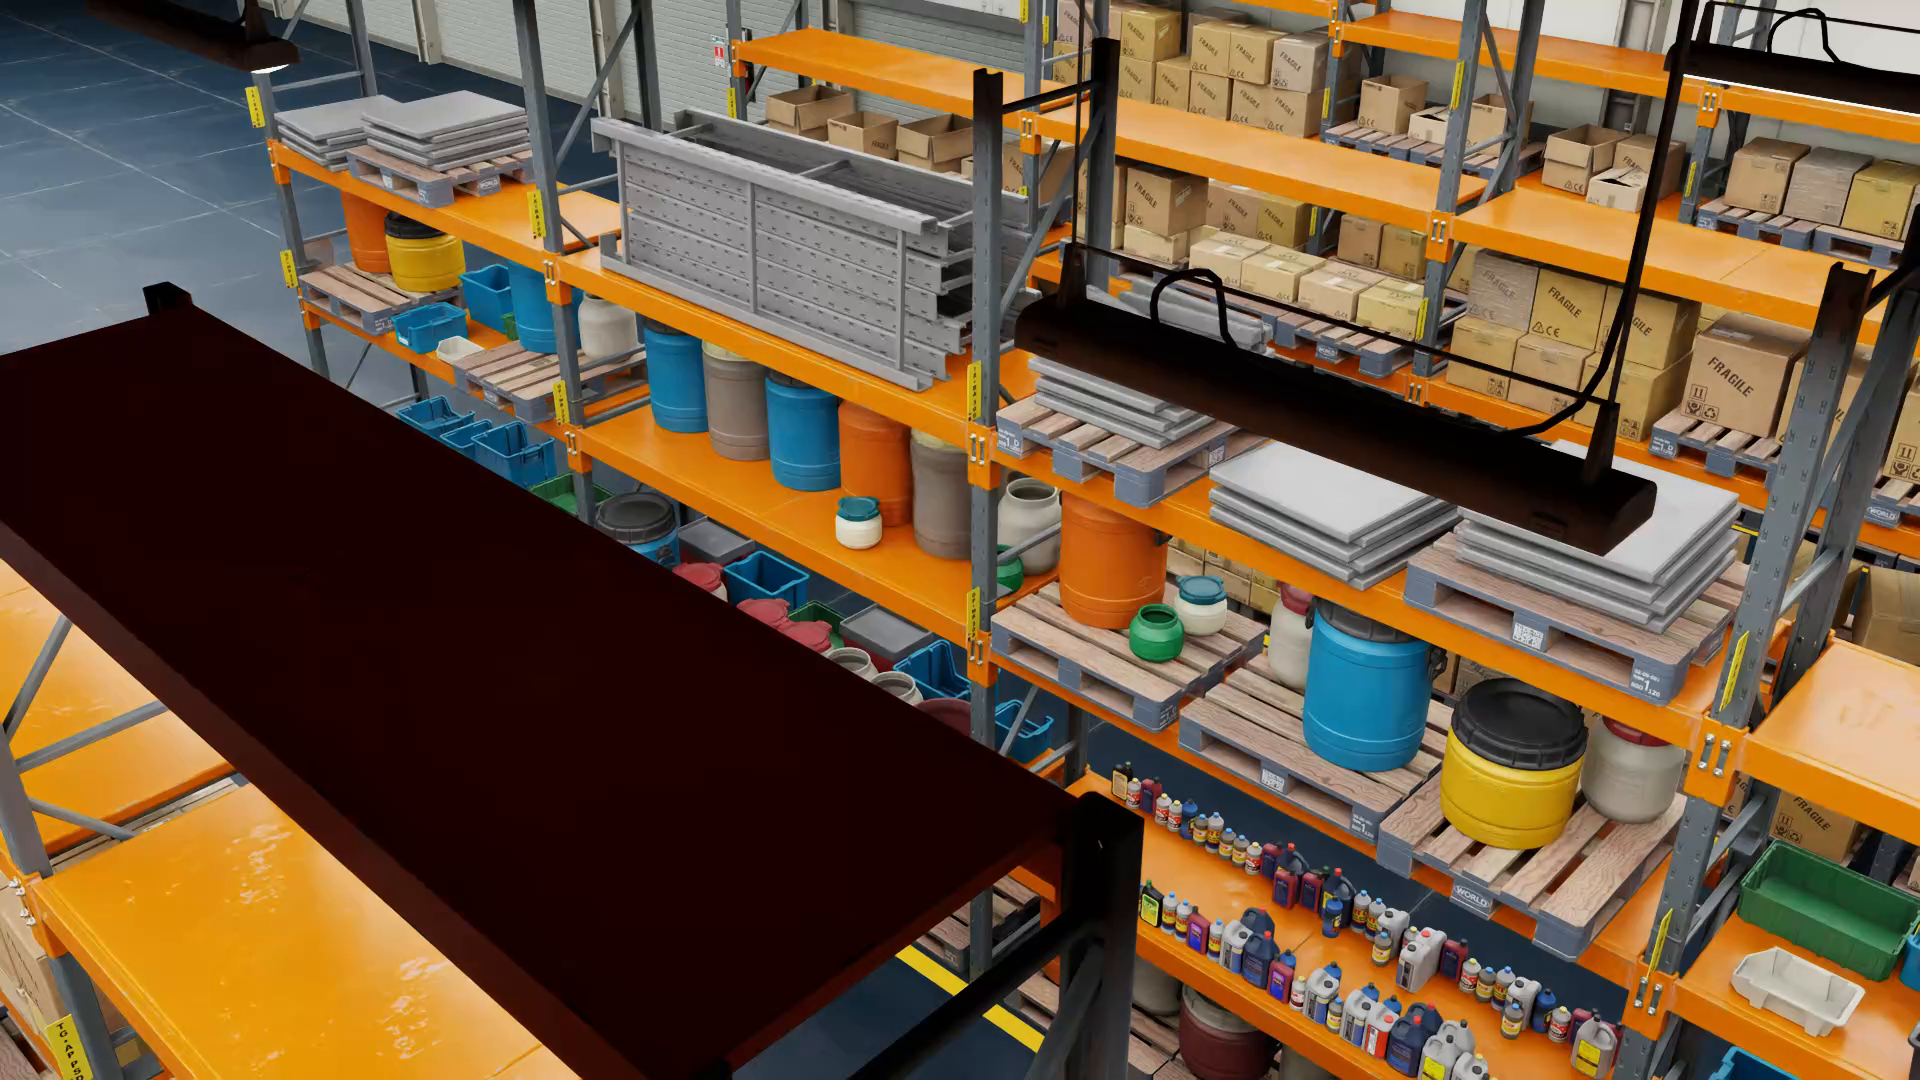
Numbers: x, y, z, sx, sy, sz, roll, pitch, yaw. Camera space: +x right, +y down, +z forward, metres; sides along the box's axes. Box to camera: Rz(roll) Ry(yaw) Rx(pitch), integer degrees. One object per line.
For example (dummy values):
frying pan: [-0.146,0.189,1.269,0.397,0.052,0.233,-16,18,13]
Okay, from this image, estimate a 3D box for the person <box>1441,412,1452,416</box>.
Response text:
person: [4.386,-0.514,15.581,0.964,1.519,0.404,18,34,28]
